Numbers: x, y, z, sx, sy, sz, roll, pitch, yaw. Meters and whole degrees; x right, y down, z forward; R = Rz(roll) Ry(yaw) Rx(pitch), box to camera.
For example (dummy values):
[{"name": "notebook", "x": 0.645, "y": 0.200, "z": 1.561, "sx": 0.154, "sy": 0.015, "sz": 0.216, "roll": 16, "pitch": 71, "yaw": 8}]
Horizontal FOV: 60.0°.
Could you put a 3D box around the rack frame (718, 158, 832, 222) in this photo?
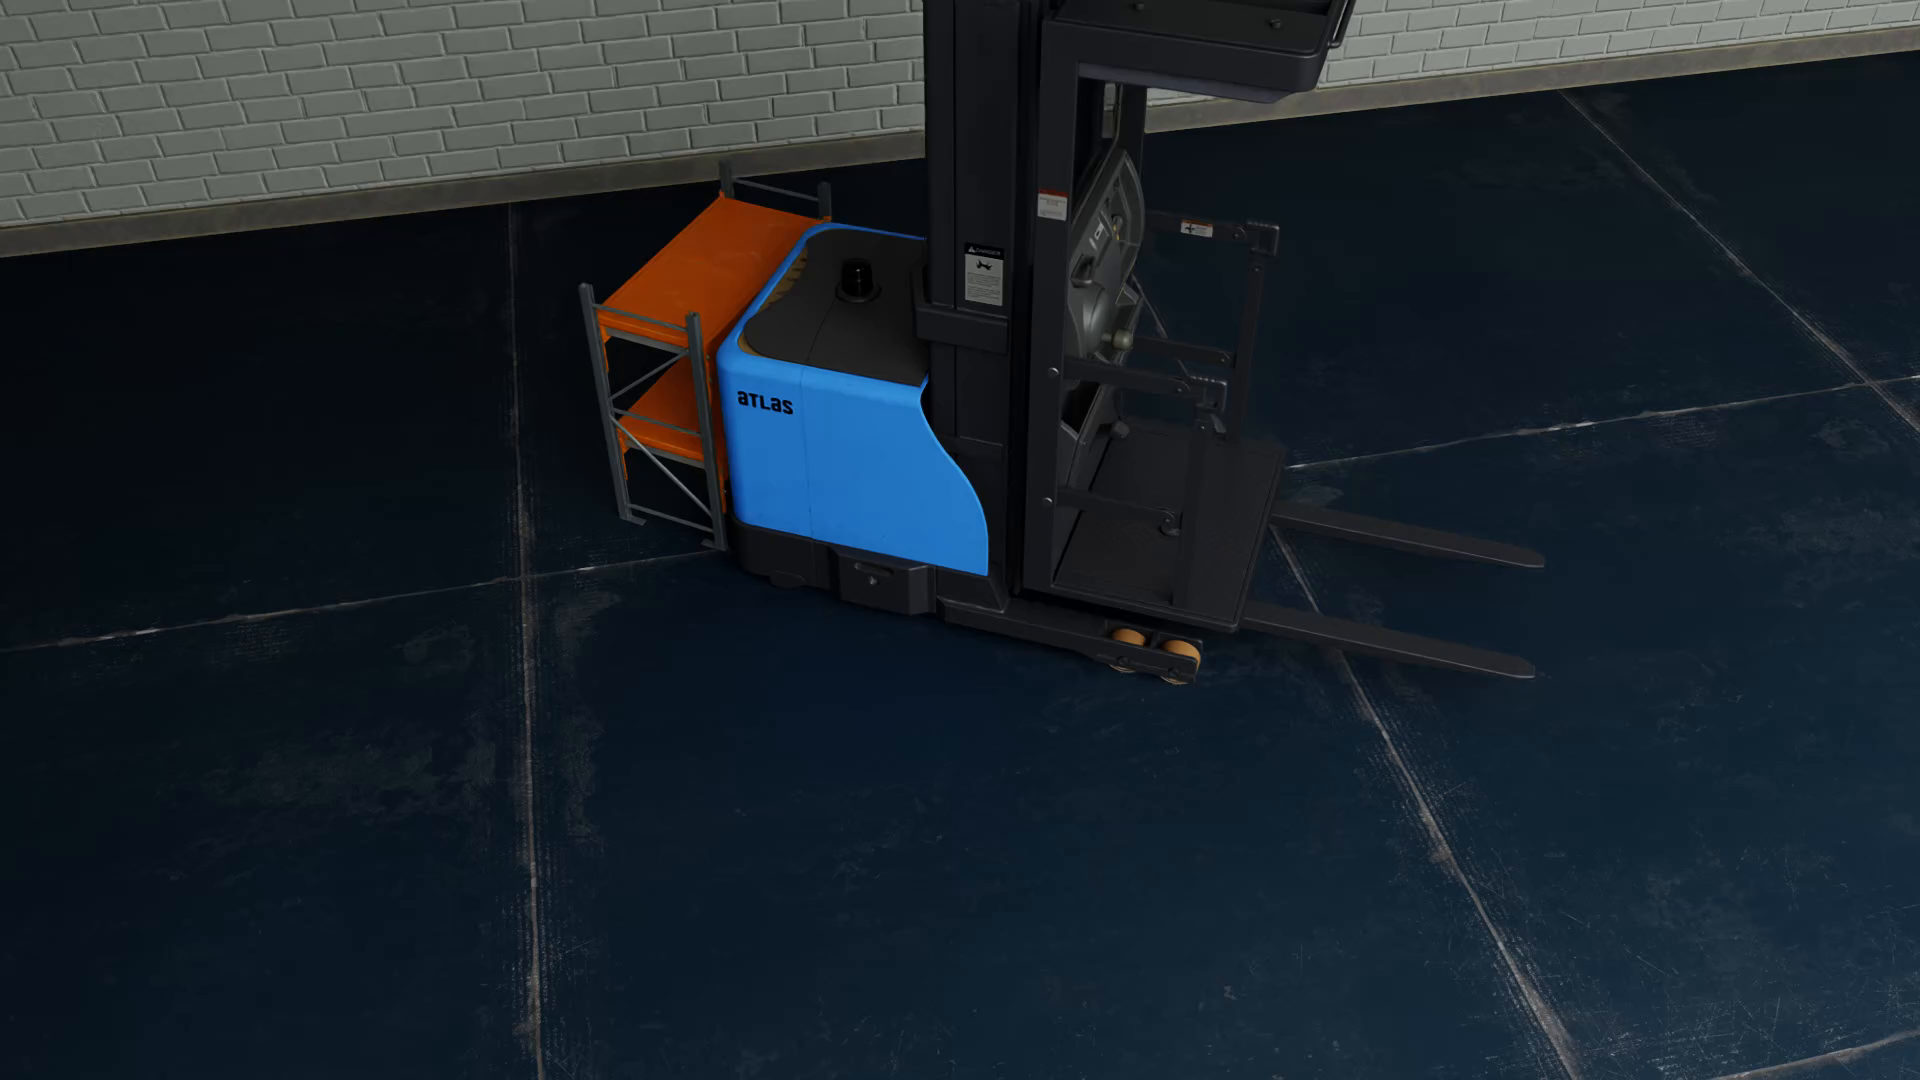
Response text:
[{"name": "rack frame", "x": -0.755, "y": -1.068, "z": 7.106, "sx": 0.500, "sy": 1.125, "sz": 0.032, "roll": 17, "pitch": 44, "yaw": 18}]

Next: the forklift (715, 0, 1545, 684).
[{"name": "forklift", "x": 0.687, "y": -0.961, "z": 5.624, "sx": 3.031, "sy": 2.935, "sz": 1.130, "roll": 12, "pitch": 43, "yaw": 13}]

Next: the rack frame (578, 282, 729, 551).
[{"name": "rack frame", "x": -1.169, "y": -0.452, "z": 6.411, "sx": 0.500, "sy": 1.125, "sz": 0.032, "roll": 17, "pitch": 44, "yaw": 18}]

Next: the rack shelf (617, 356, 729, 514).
[{"name": "rack shelf", "x": -0.962, "y": -0.577, "z": 6.921, "sx": 0.538, "sy": 0.278, "sz": 1.000, "roll": 17, "pitch": 44, "yaw": 18}]

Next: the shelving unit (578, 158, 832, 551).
[{"name": "shelving unit", "x": -0.962, "y": -0.760, "z": 6.759, "sx": 0.538, "sy": 1.125, "sz": 1.048, "roll": 17, "pitch": 44, "yaw": 18}]

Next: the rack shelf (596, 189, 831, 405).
[{"name": "rack shelf", "x": -0.962, "y": -0.979, "z": 6.564, "sx": 0.538, "sy": 0.278, "sz": 1.000, "roll": 17, "pitch": 44, "yaw": 18}]
